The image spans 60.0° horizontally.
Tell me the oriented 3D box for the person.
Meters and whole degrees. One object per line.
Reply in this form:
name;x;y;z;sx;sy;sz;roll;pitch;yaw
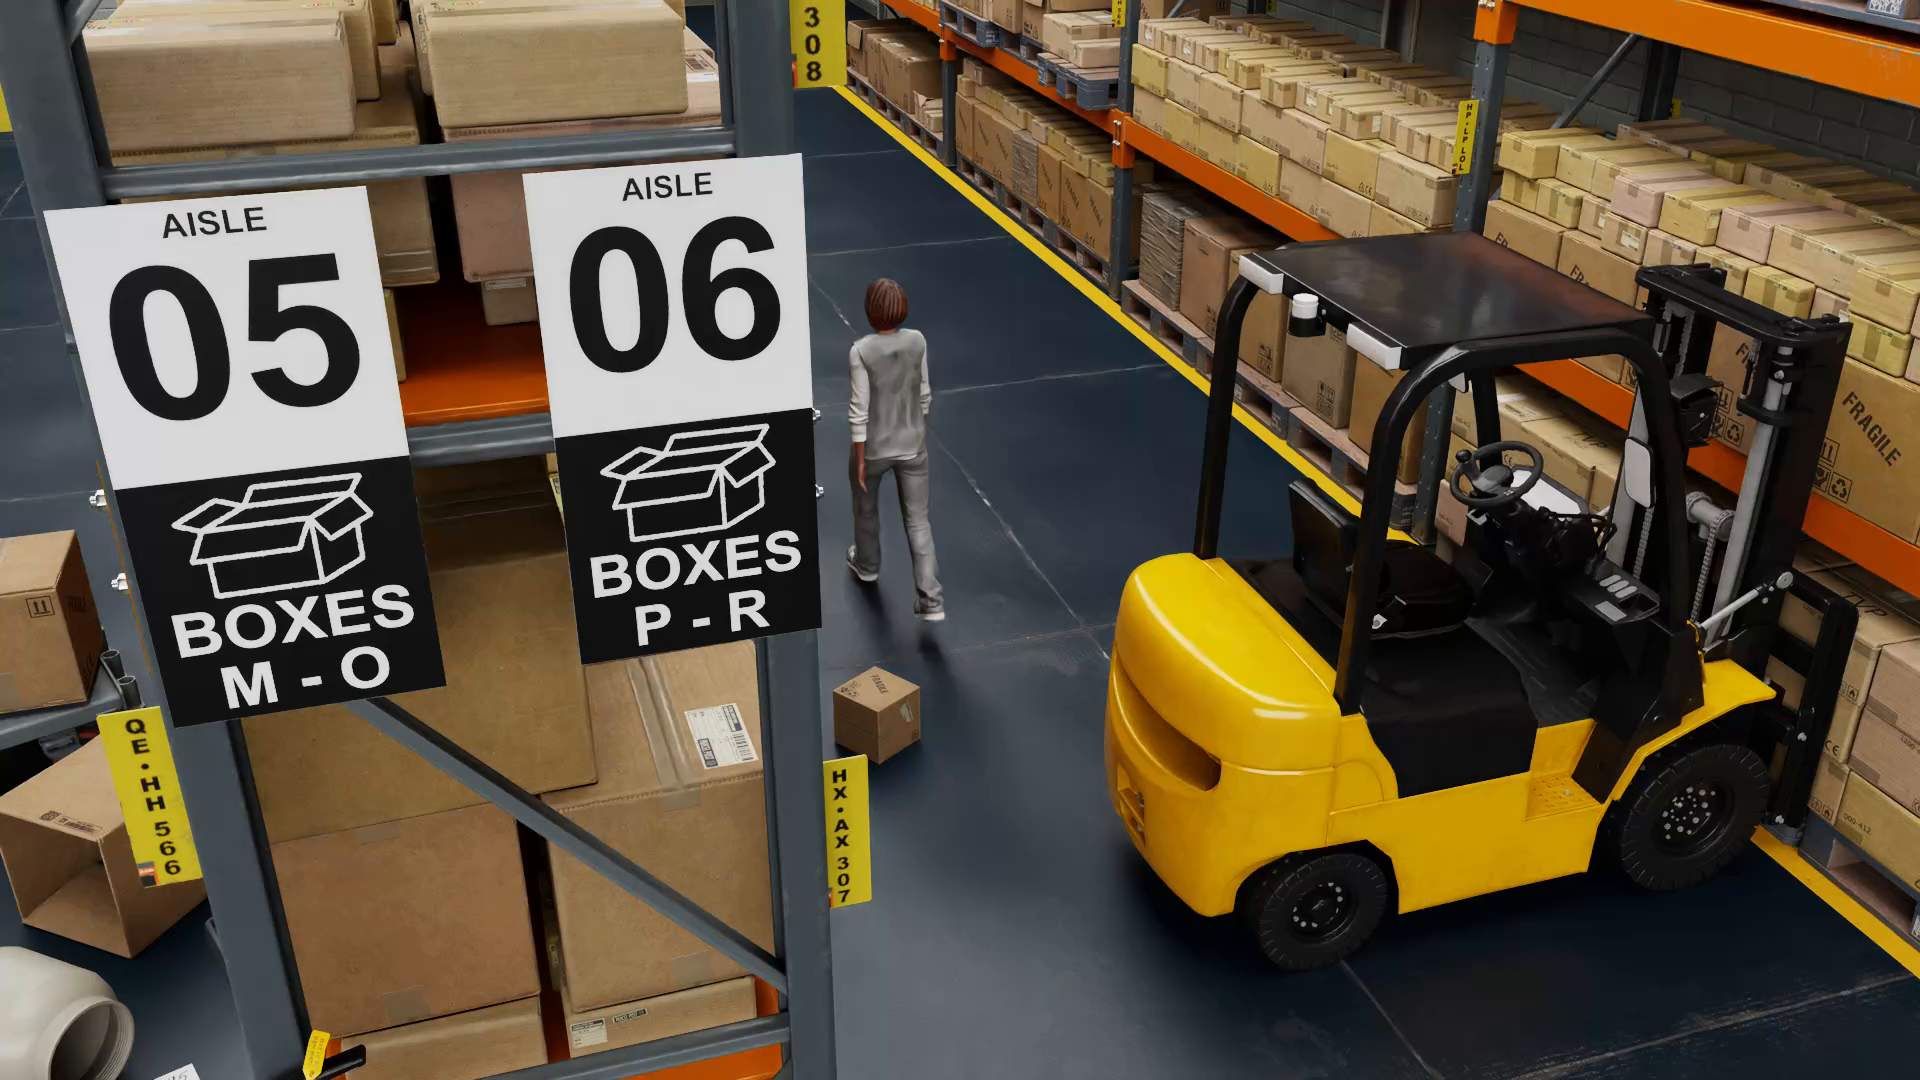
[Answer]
person;-0.306;-0.396;7.447;0.409;1.515;0.956;-9;28;-17
